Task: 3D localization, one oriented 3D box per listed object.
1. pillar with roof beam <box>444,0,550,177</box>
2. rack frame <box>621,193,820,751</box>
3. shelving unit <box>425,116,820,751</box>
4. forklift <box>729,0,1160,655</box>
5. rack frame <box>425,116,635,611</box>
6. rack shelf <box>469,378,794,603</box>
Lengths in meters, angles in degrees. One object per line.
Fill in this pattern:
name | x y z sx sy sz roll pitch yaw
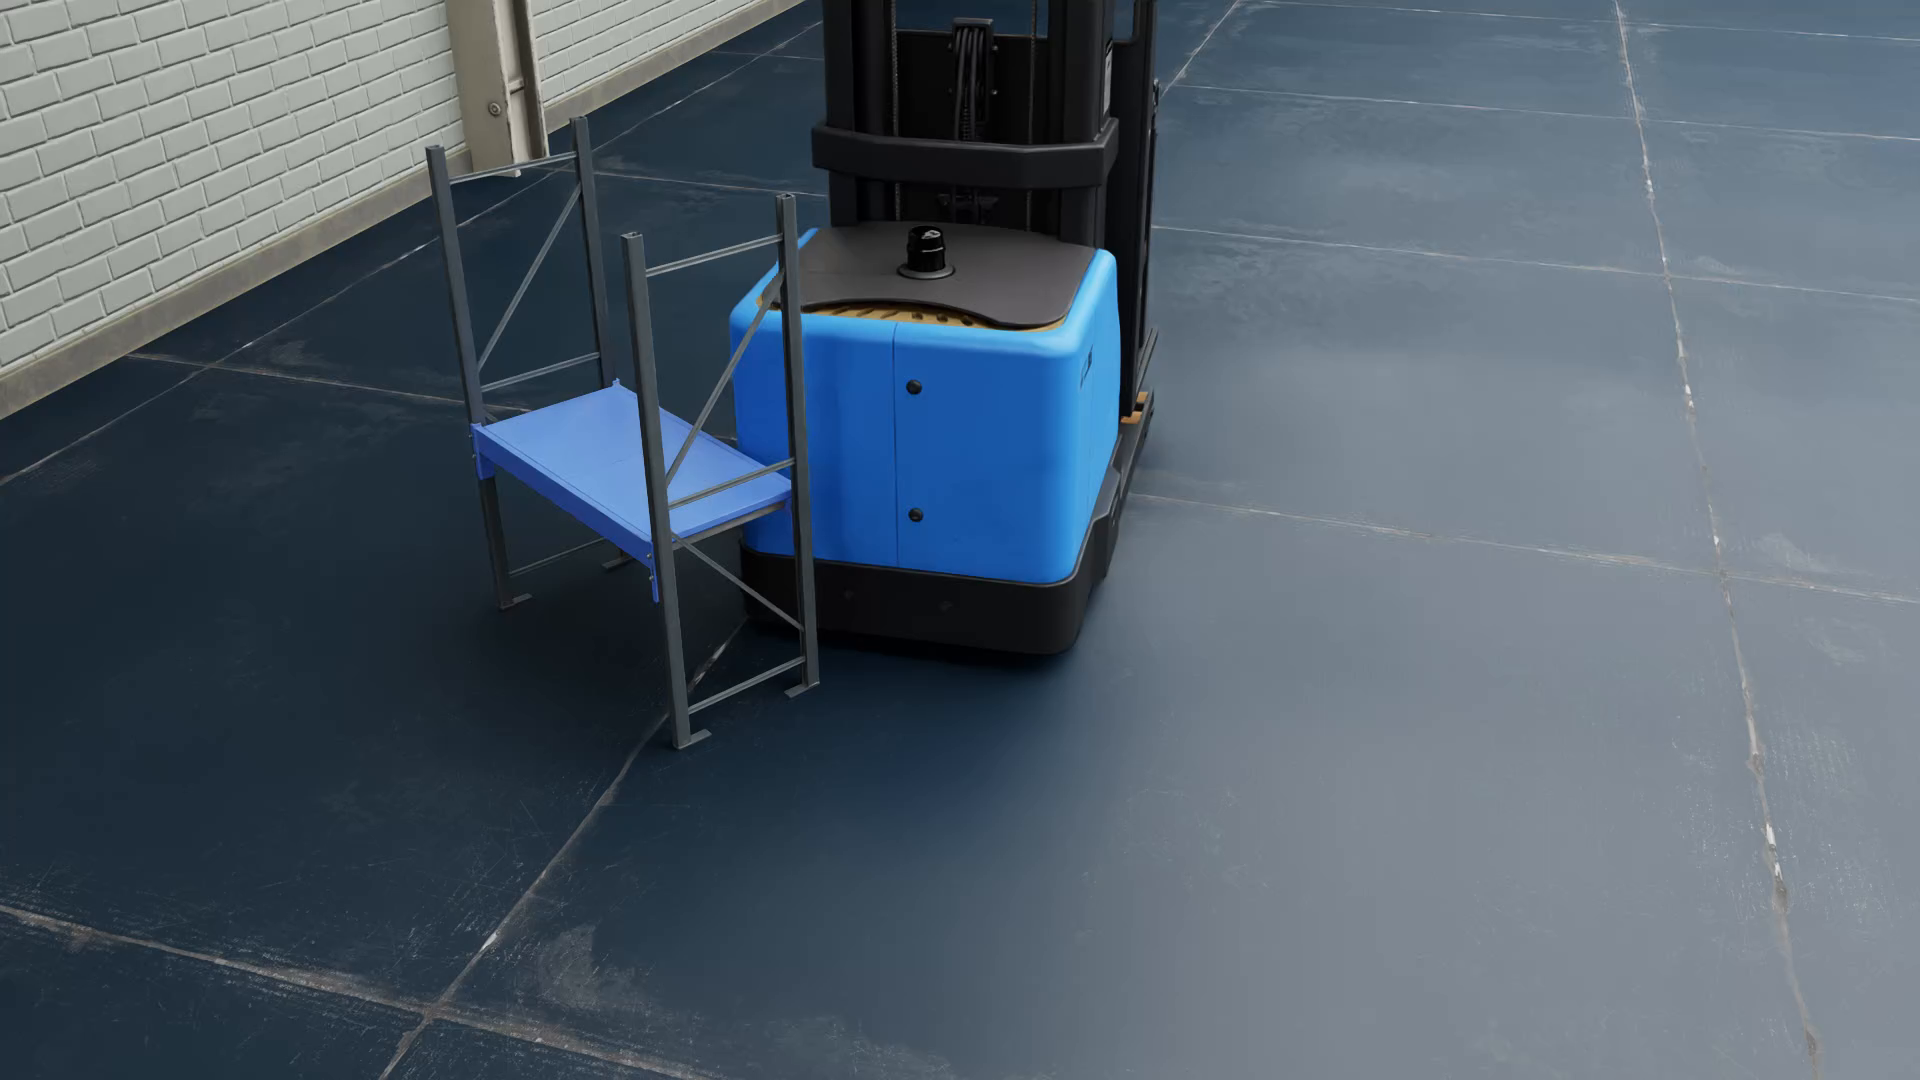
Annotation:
pillar with roof beam | 1.501 -5.496 6.373 9.100 9.000 0.400 8 30 15
rack frame | -0.616 -0.148 4.473 0.500 1.500 0.032 -24 37 -36
shelving unit | -0.956 -0.332 4.803 0.538 1.500 1.048 -24 37 -36
forklift | 0.144 -1.637 5.678 1.130 2.935 3.031 6 30 11
rack frame | -1.296 -0.515 5.133 0.500 1.500 0.032 -24 37 -36
rack shelf | -0.956 -0.174 4.891 0.538 0.185 1.000 -24 37 -36
